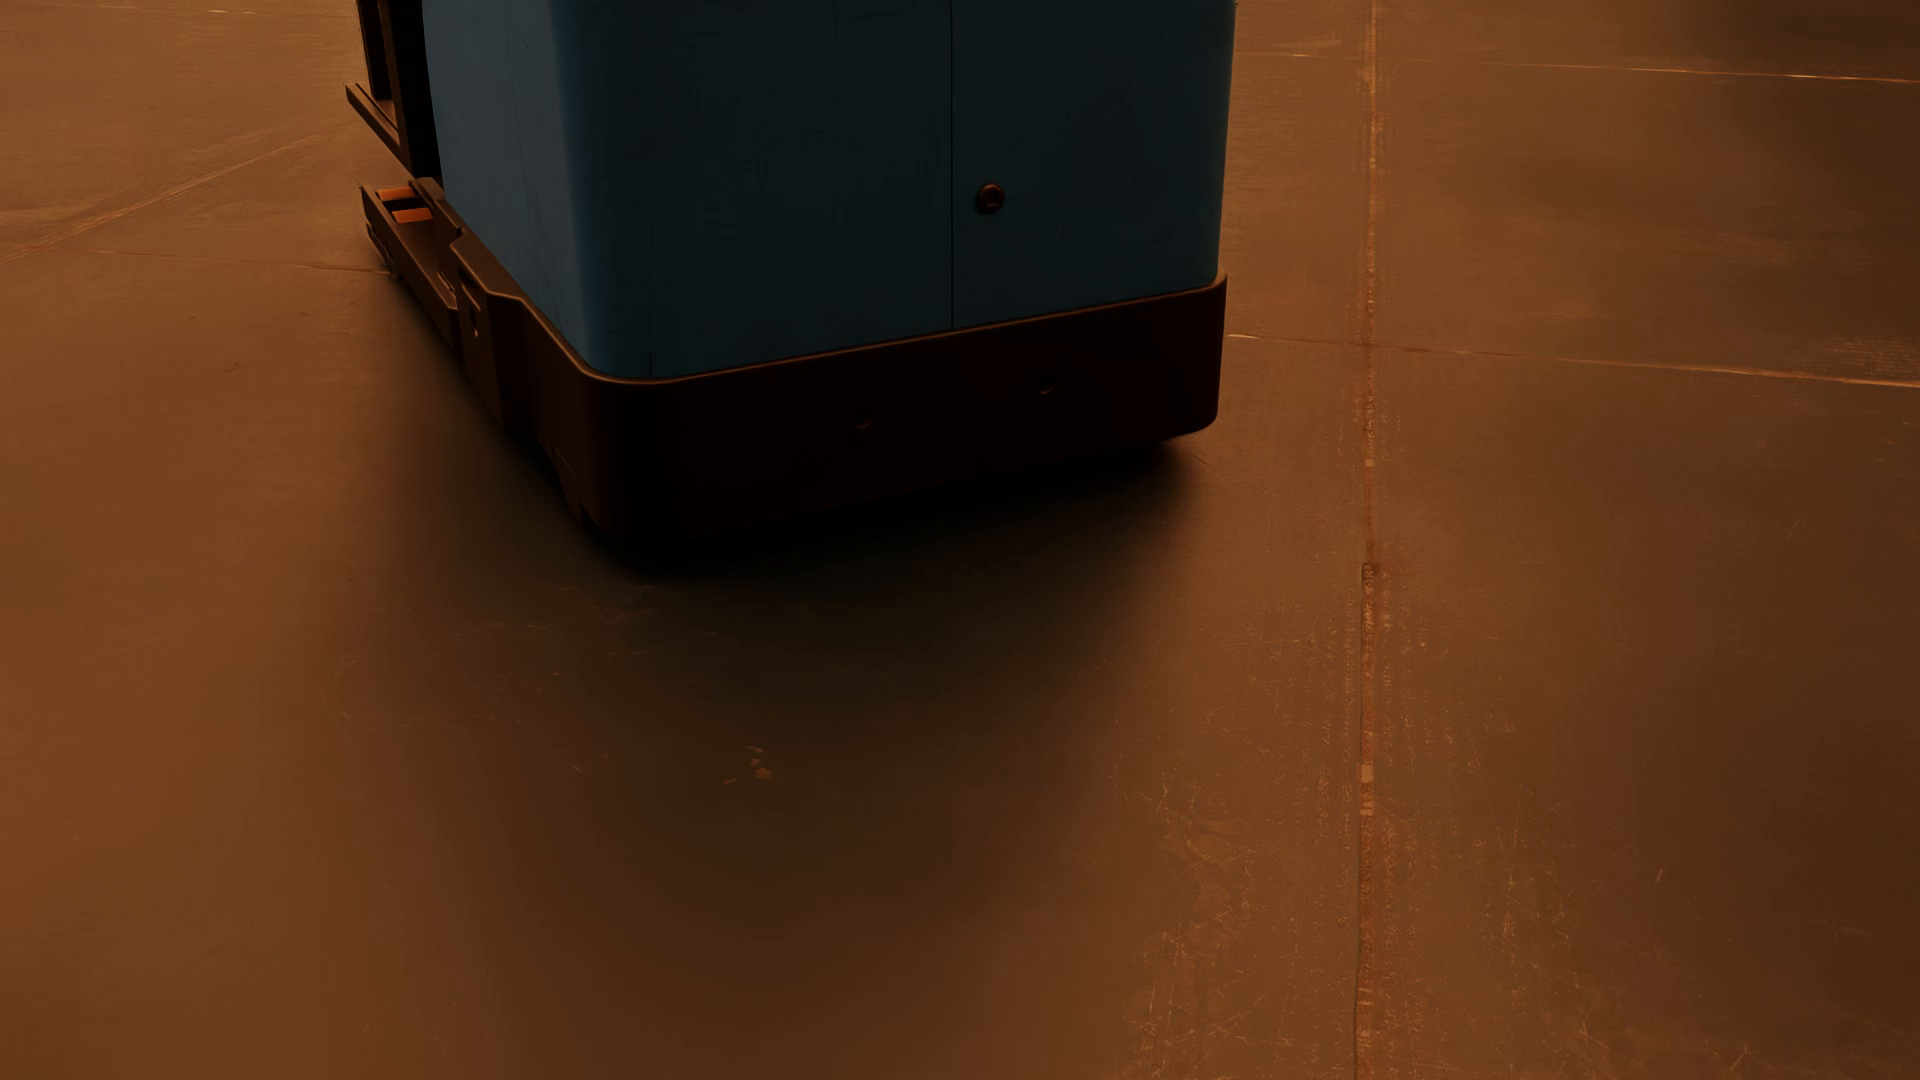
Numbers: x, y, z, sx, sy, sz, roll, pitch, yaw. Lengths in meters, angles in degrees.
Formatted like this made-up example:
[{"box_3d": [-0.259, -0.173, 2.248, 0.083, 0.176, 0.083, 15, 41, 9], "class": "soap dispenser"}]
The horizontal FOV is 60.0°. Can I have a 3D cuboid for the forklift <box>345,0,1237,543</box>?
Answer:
[{"box_3d": [-0.689, -1.938, 3.088, 1.130, 2.935, 3.031, -13, 29, -24], "class": "forklift"}]
